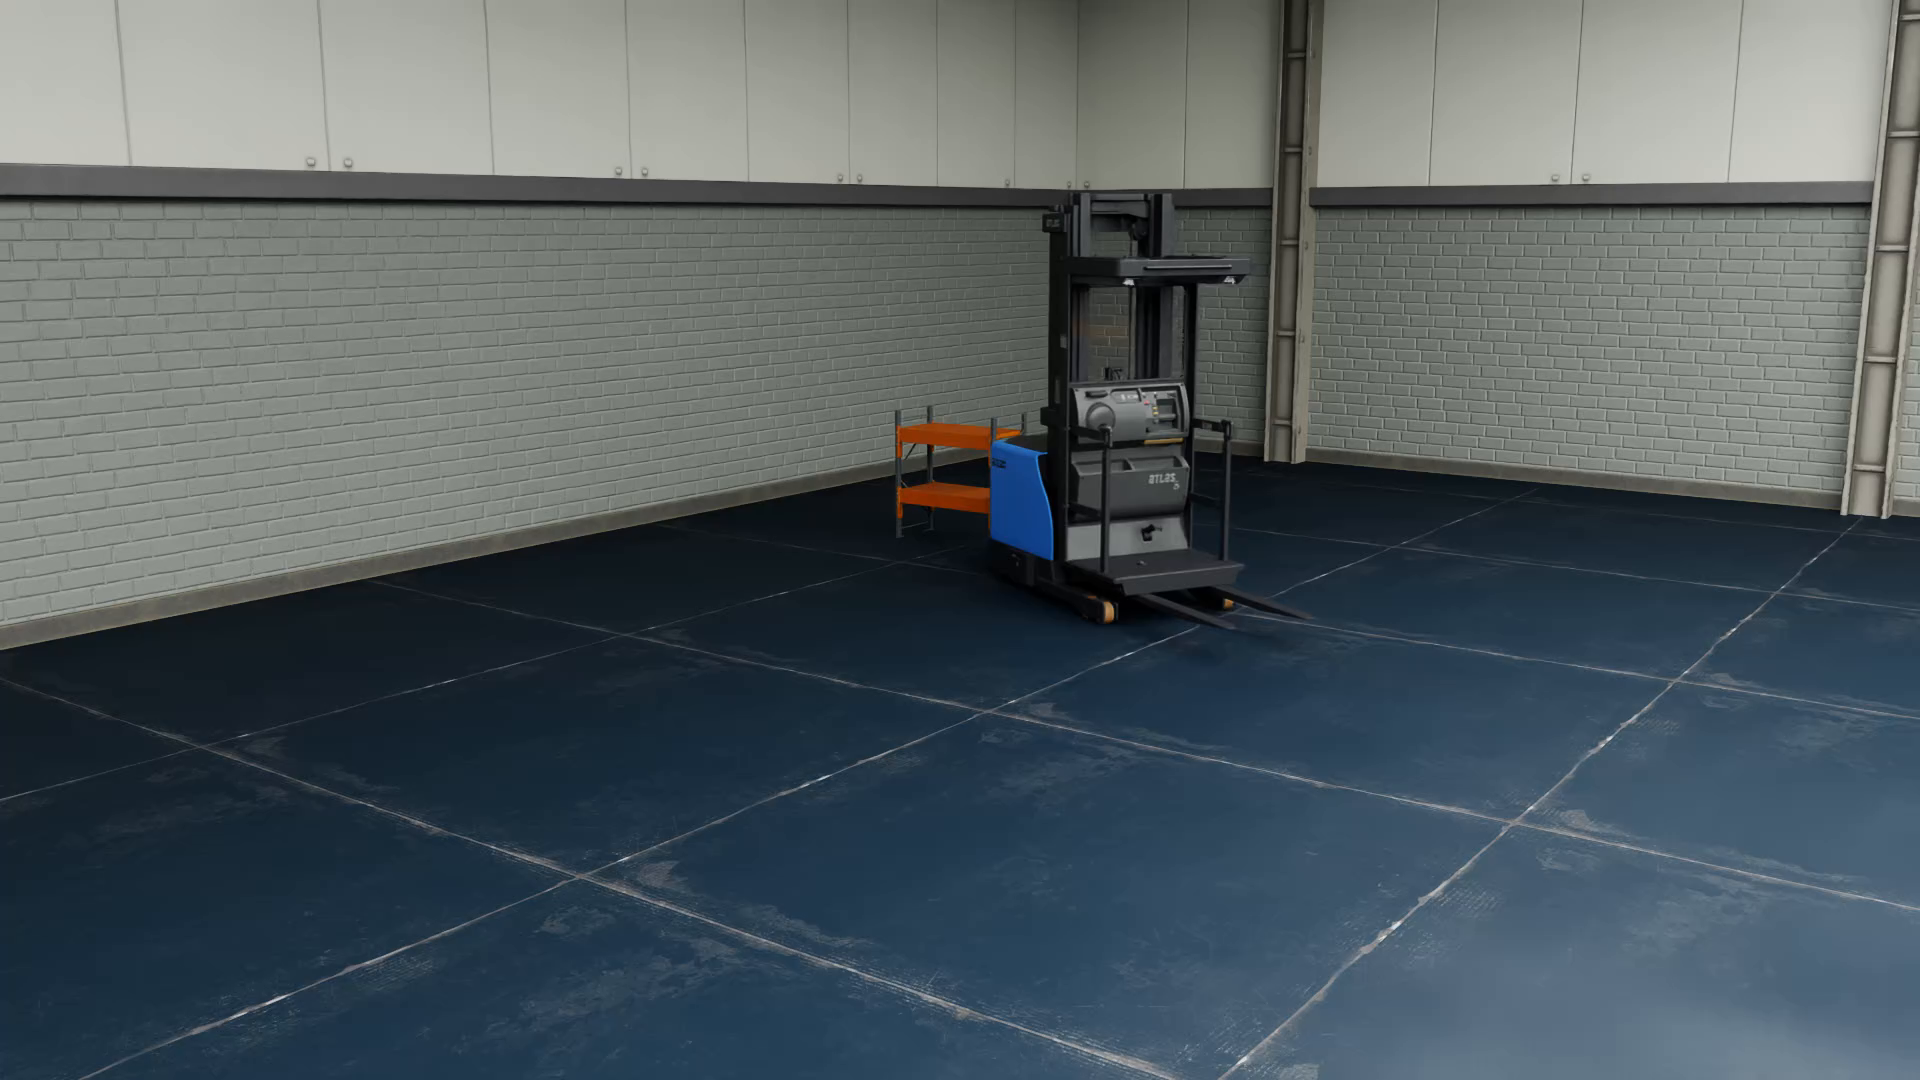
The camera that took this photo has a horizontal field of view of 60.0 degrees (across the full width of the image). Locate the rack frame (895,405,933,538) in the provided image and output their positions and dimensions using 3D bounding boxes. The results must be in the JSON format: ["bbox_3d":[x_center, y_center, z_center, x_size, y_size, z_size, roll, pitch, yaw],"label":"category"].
[{"bbox_3d":[-0.404,-0.609,14.714,0.032,1.125,0.500,8,13,36],"label":"rack frame"}]

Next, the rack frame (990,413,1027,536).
[{"bbox_3d":[0.415,-0.494,14.124,0.032,1.125,0.500,8,13,36],"label":"rack frame"}]

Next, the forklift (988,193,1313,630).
[{"bbox_3d":[1.324,-0.948,11.712,1.130,2.935,3.031,-5,12,-26],"label":"forklift"}]

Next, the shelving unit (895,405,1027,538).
[{"bbox_3d":[0.005,-0.552,14.419,1.048,1.125,0.538,8,13,36],"label":"shelving unit"}]

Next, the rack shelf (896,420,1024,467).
[{"bbox_3d":[0.005,-0.839,14.363,1.000,0.278,0.538,8,13,36],"label":"rack shelf"}]

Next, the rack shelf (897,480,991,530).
[{"bbox_3d":[0.005,-0.311,14.465,1.000,0.278,0.538,8,13,36],"label":"rack shelf"}]

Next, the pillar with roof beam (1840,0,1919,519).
[{"bbox_3d":[6.052,-4.002,11.524,0.400,9.000,9.100,8,13,36],"label":"pillar with roof beam"}]

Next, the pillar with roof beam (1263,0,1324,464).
[{"bbox_3d":[1.216,-4.676,15.010,0.400,9.000,9.100,8,13,36],"label":"pillar with roof beam"}]
